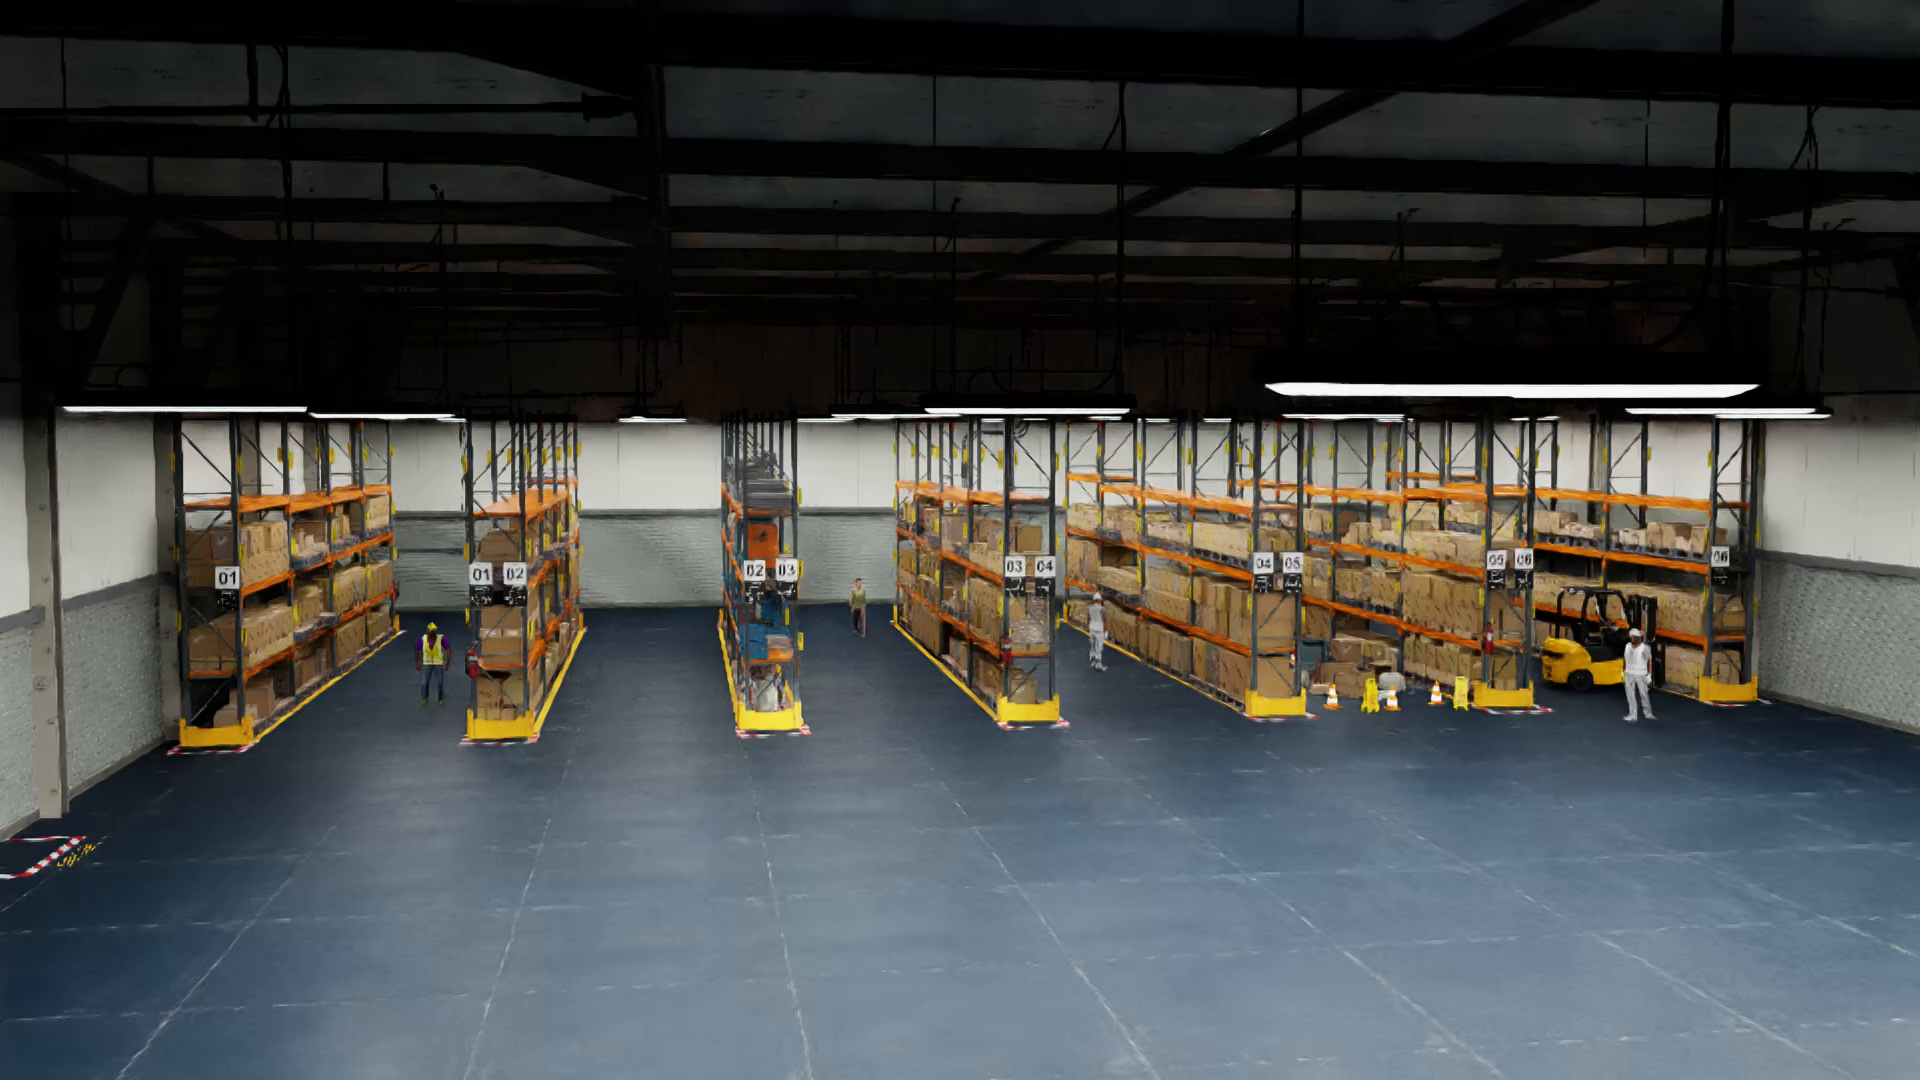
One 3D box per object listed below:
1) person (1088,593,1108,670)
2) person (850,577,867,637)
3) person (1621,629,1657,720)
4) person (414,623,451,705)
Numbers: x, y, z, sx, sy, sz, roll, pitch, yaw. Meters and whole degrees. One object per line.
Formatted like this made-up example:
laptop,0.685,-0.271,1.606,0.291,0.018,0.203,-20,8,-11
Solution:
person,3.233,2.115,38.721,0.451,1.781,0.605,-3,5,-39
person,-2.740,1.791,44.761,0.448,1.590,1.110,-1,4,-7
person,13.138,2.597,32.215,0.557,1.779,0.659,-3,5,-38
person,-10.716,2.518,33.788,0.719,1.714,0.578,-1,4,-11
